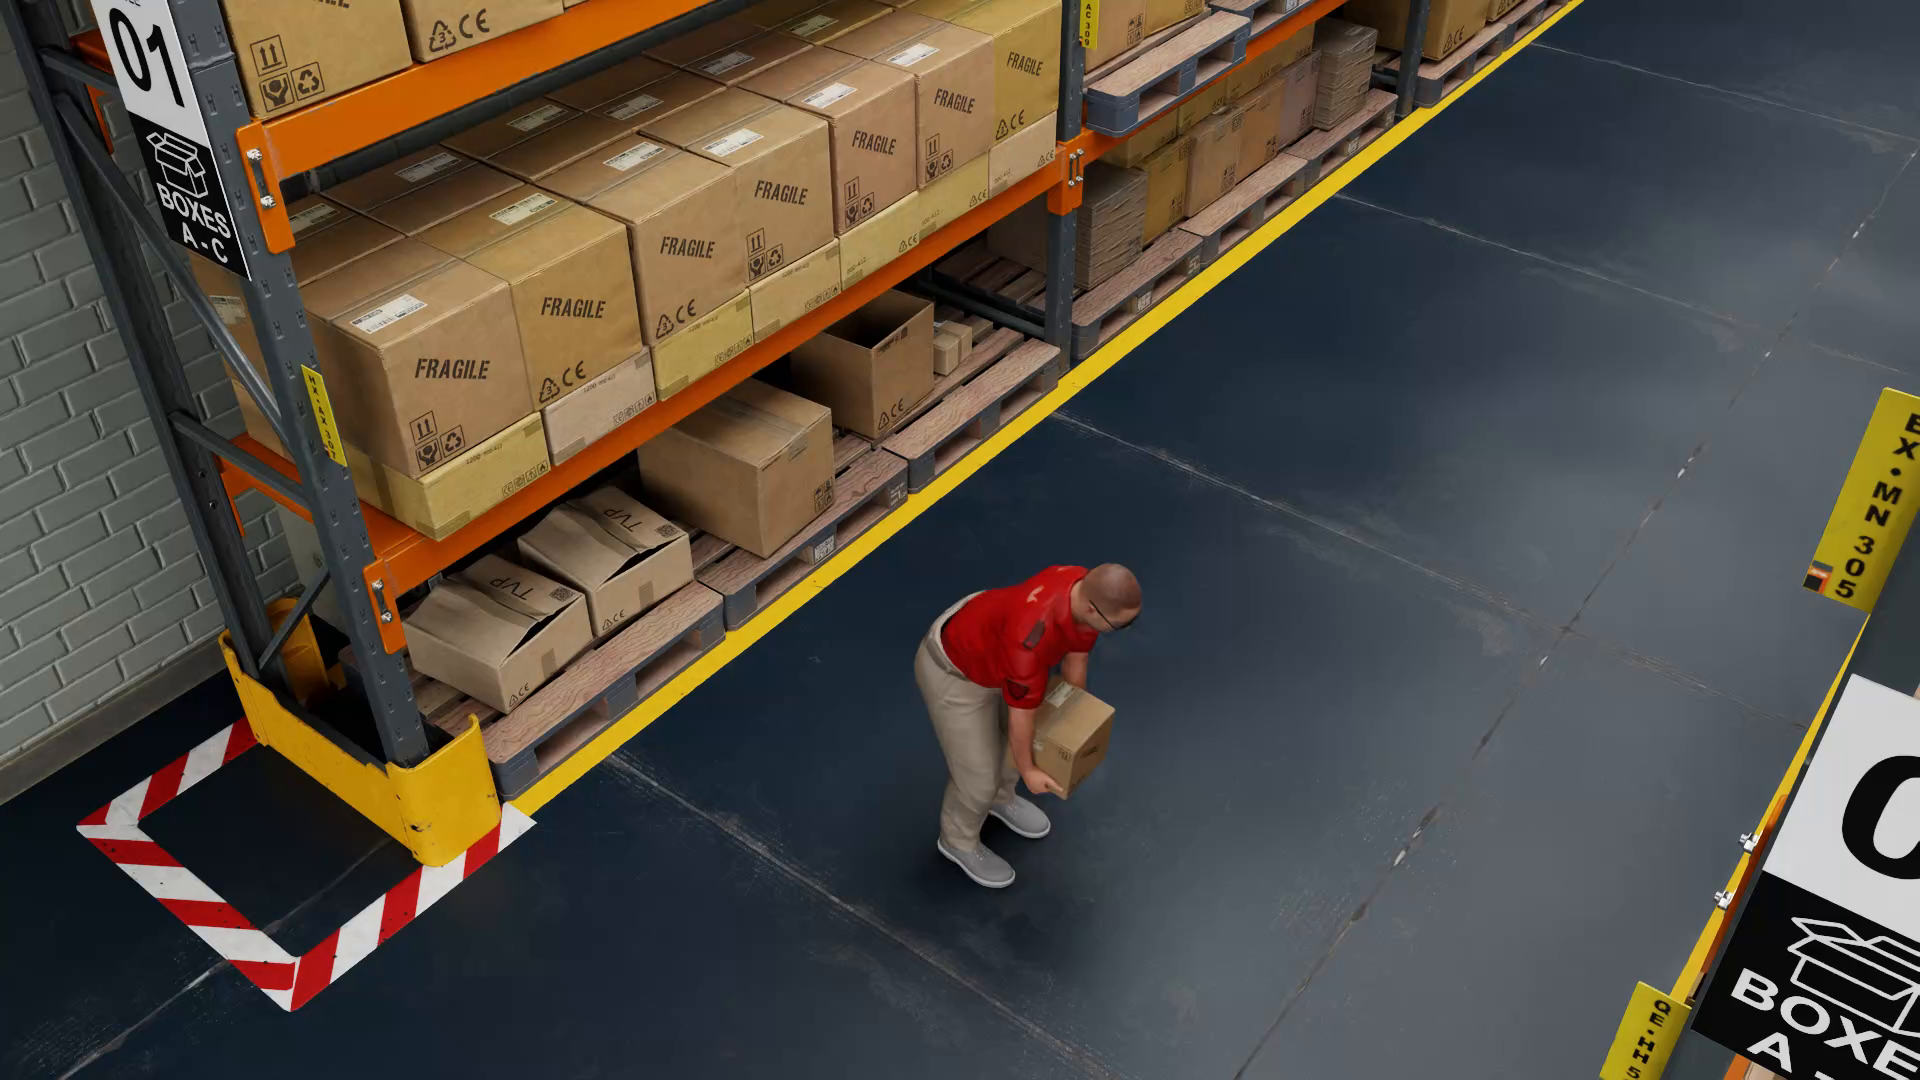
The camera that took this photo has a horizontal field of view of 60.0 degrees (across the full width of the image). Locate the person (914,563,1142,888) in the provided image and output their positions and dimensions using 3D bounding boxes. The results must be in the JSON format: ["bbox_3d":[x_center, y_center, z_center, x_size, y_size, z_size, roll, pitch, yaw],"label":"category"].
[{"bbox_3d":[0.228,0.573,5.632,0.778,1.510,0.465,25,45,28],"label":"person"}]
